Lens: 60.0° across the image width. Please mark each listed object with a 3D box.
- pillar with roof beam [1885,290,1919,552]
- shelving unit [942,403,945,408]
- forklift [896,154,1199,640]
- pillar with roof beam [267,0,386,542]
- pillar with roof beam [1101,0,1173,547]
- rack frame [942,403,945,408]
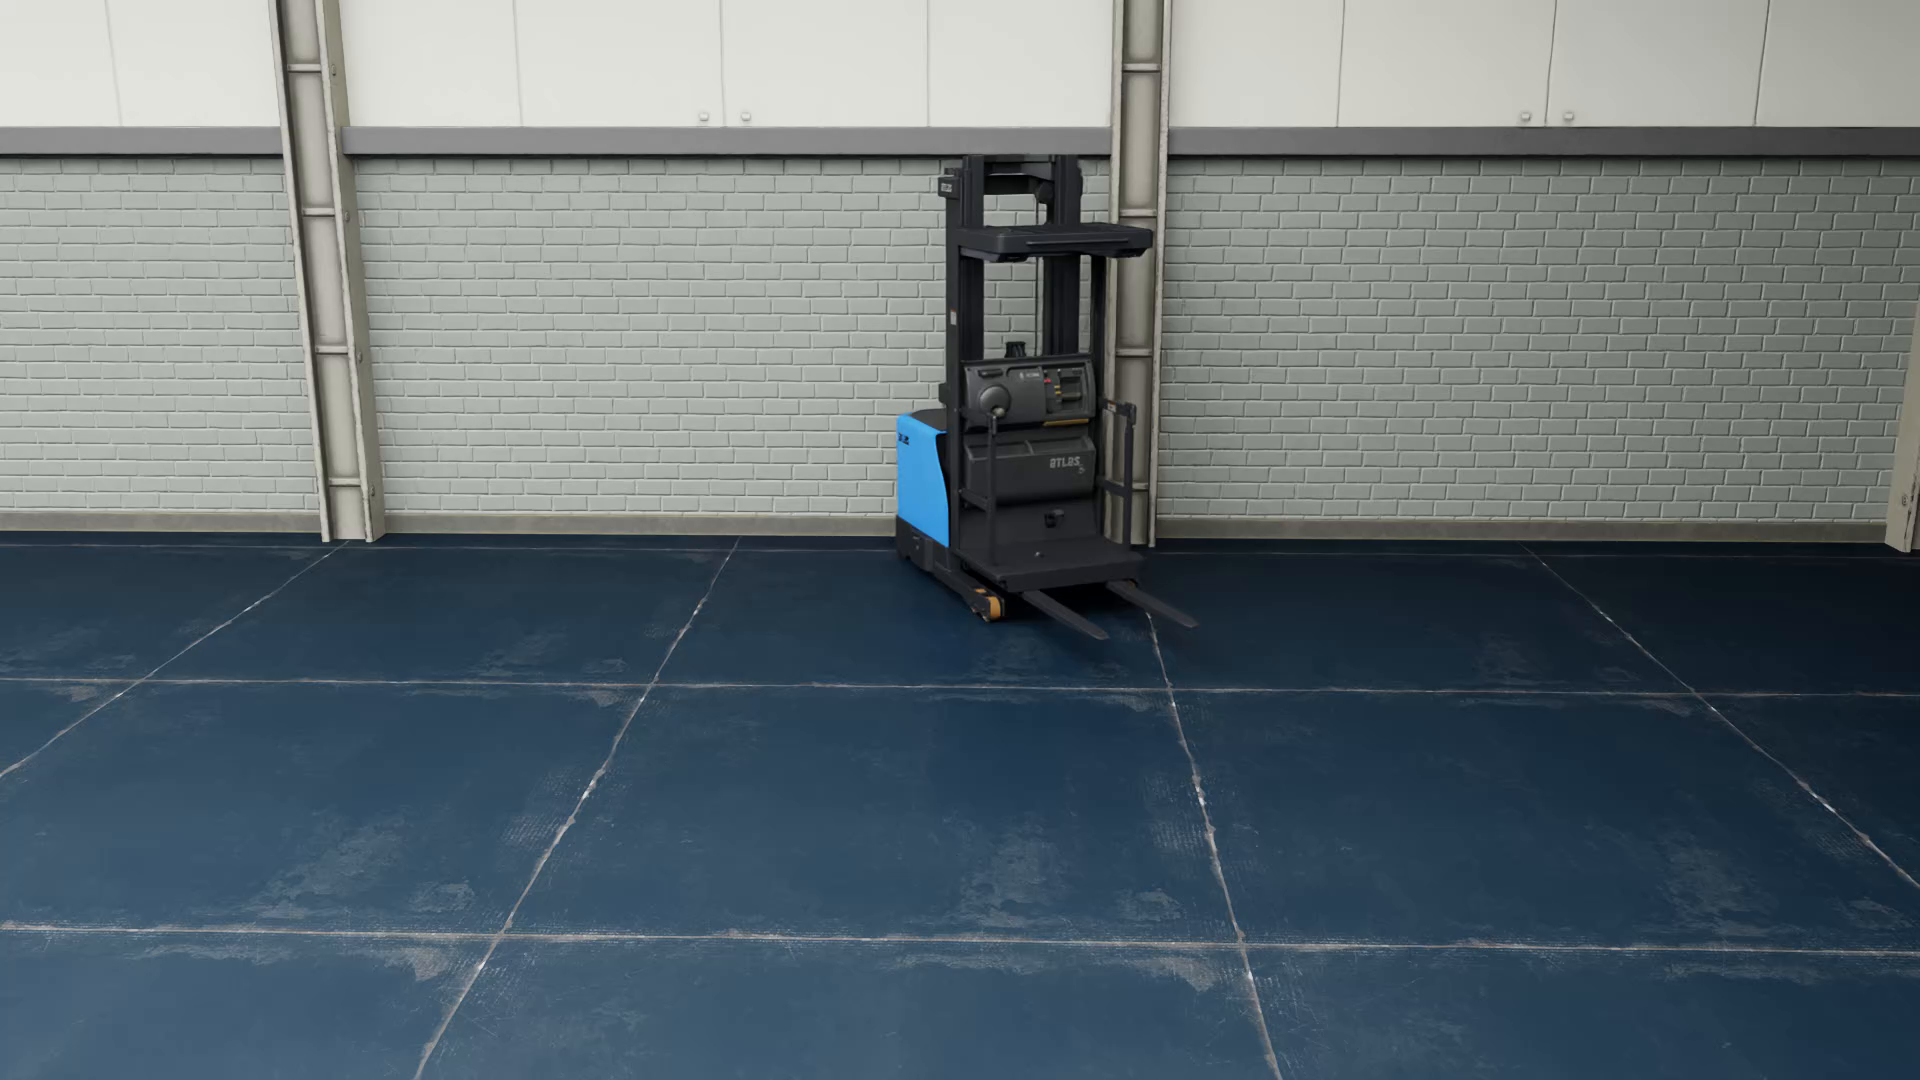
[{"bbox_3d":[7.180,-3.200,7.330,0.400,9.000,9.100,0,15,1],"label":"pillar with roof beam"},{"bbox_3d":[-0.038,-0.579,12.654,0.189,1.200,0.258,1,14,3],"label":"shelving unit"},{"bbox_3d":[0.556,-1.009,10.917,1.130,2.935,3.031,-6,16,-22],"label":"forklift"},{"bbox_3d":[-4.816,-3.279,7.627,0.400,9.000,9.100,0,15,1],"label":"pillar with roof beam"},{"bbox_3d":[1.182,-3.239,7.479,0.400,9.000,9.100,0,15,1],"label":"pillar with roof beam"},{"bbox_3d":[-0.129,-0.581,12.659,0.006,1.200,0.240,1,14,3],"label":"rack frame"}]
